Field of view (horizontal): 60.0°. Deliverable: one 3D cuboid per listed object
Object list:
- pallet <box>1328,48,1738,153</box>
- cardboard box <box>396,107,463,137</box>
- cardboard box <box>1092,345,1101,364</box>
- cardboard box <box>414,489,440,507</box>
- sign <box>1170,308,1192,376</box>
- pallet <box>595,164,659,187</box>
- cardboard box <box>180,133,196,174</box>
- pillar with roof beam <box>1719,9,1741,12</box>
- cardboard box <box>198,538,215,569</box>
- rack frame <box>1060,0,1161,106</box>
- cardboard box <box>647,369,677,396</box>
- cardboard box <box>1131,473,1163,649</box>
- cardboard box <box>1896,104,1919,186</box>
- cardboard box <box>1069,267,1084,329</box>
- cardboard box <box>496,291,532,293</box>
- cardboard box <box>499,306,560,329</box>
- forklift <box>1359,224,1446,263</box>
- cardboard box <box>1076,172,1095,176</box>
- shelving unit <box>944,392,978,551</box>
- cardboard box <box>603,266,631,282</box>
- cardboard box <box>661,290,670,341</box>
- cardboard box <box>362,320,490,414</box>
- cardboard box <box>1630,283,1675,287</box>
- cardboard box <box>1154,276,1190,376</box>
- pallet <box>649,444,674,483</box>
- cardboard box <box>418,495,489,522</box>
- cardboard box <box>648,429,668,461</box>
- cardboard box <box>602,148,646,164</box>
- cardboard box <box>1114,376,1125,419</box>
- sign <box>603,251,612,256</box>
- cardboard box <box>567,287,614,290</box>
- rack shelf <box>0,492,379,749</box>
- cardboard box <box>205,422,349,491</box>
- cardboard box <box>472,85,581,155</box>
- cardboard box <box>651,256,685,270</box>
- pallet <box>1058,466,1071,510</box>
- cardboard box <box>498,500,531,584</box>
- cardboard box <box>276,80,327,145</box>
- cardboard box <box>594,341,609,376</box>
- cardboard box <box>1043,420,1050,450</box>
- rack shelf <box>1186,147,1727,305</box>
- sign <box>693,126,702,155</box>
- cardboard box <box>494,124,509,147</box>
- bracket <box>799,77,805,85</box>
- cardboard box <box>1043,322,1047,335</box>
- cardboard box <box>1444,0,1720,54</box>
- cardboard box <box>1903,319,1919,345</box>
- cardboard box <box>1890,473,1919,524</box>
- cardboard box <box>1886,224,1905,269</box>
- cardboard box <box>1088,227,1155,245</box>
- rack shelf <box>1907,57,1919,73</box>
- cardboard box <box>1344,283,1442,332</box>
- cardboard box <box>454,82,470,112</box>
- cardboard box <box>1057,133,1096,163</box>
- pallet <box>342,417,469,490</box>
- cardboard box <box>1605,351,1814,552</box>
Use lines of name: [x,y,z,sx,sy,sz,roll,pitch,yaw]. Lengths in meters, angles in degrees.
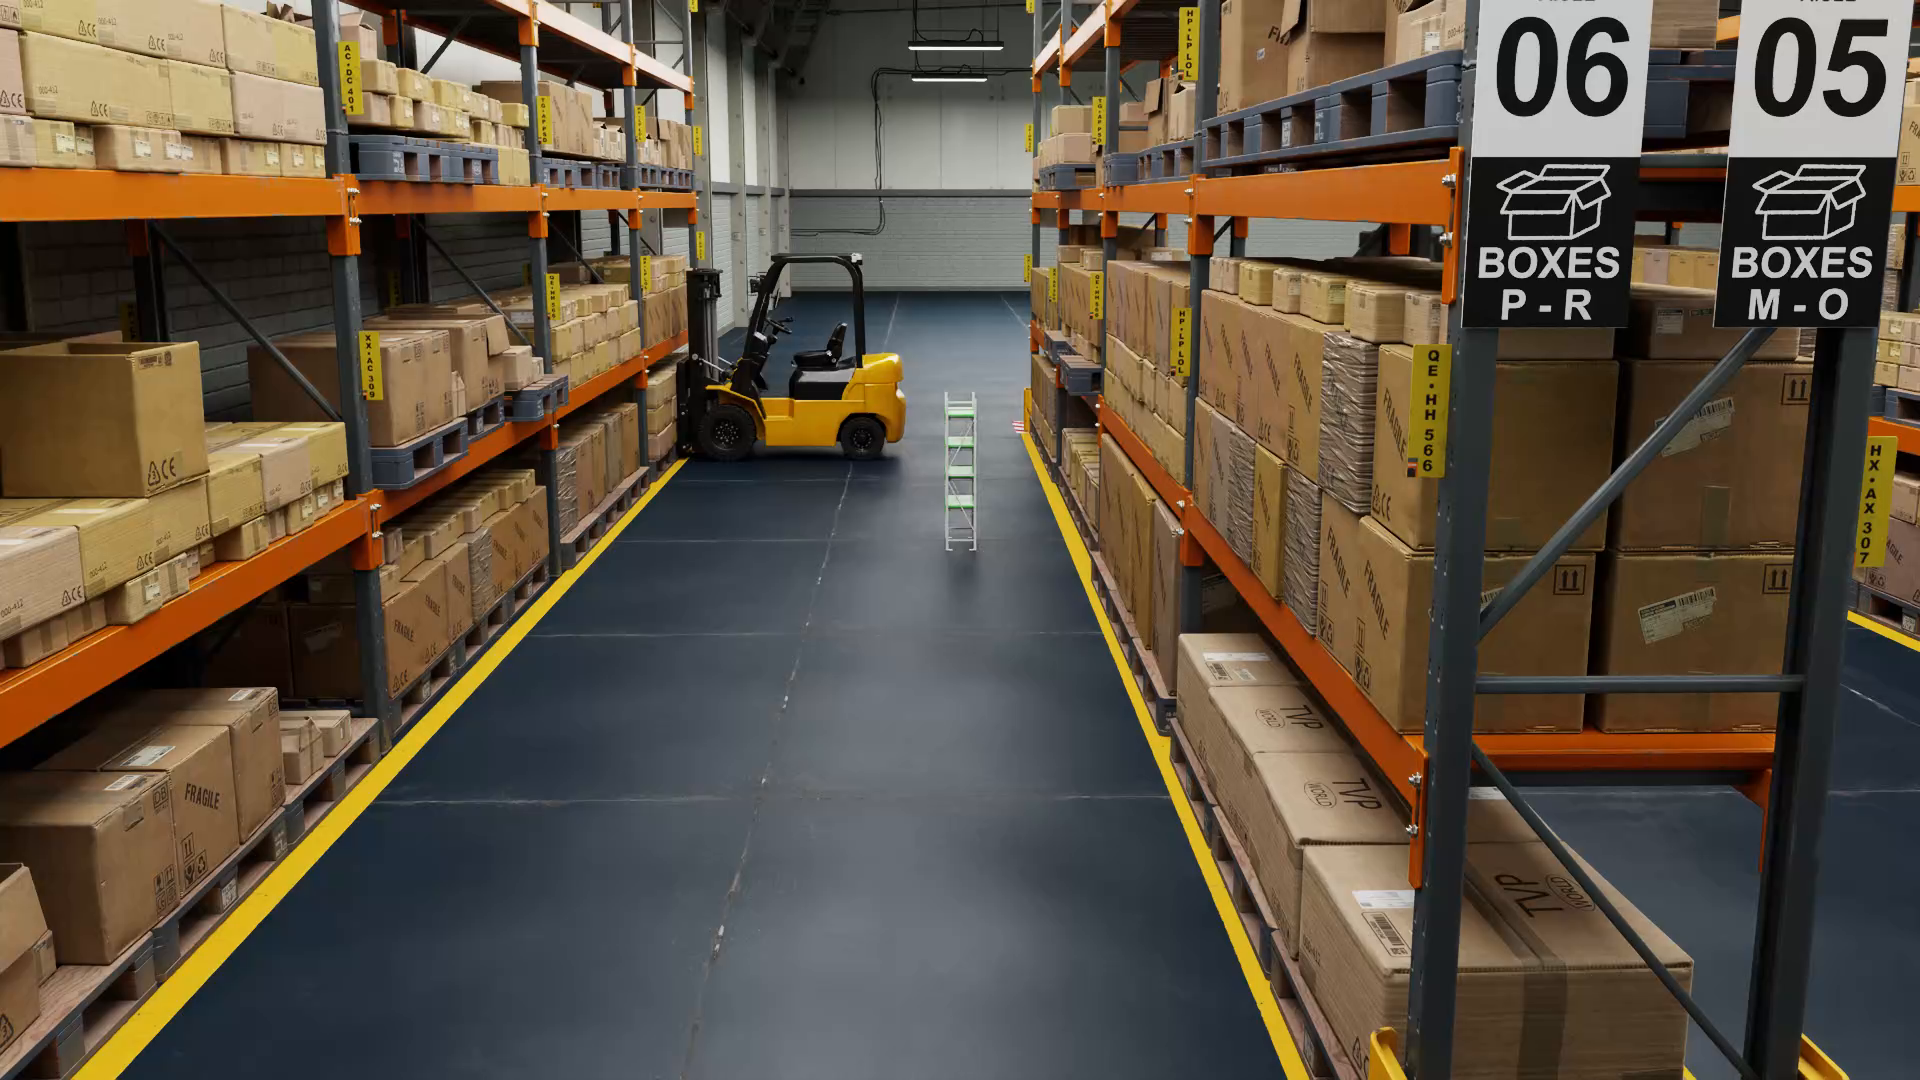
pallet: [1.663,-1.203,4.624,1.003,0.211,1.213,0,11,-1]
cardboard box: [-2.985,-2.319,9.227,0.380,0.149,0.250,0,11,0]
cardboard box: [1.204,-1.419,12.586,0.380,0.149,0.250,0,11,0]
cardboard box: [-3.676,-0.290,11.043,0.380,0.149,0.250,0,11,0]
sign: [1.064,-0.949,7.978,0.100,0.325,0.005,0,11,-1]
pallet: [-3.565,-3.589,16.386,1.003,0.211,1.213,0,11,-1]
cardboard box: [-3.067,-1.425,6.129,0.380,0.149,0.250,0,11,-1]
pillar with roof beam: [22.078,-11.662,48.408,9.100,9.000,0.548,0,11,-1]
cardboard box: [-3.135,0.040,6.448,0.380,0.149,0.250,0,11,0]
rack frame: [1.441,-4.955,15.348,1.000,3.000,0.127,0,11,-1]
cardboard box: [-3.240,-1.640,17.441,0.500,0.250,0.500,0,11,1]
cardboard box: [1.487,0.109,9.766,0.875,0.875,0.875,0,11,0]
cardboard box: [6.249,-2.465,10.372,0.500,0.500,0.500,0,11,-1]
cardboard box: [1.193,-2.021,13.919,0.500,0.500,0.500,-1,11,-3]
cardboard box: [-3.755,-2.036,14.167,0.380,0.149,0.250,0,11,-2]
cardboard box: [-3.151,-1.630,12.165,0.380,0.149,0.250,0,11,1]
forklift: [3.376,-1.098,11.601,1.130,2.935,3.031,0,11,1]
cardboard box: [1.162,-3.644,16.060,0.500,0.250,0.500,0,11,-2]
shelving unit: [0.003,-0.555,13.278,0.258,1.200,0.503,0,11,-1]
cardboard box: [-3.232,-2.571,16.054,0.380,0.149,0.250,0,11,0]
cardboard box: [-3.309,-2.336,17.276,0.500,0.500,0.500,0,11,-2]
cardboard box: [-3.170,-1.014,9.705,0.700,0.500,0.500,0,11,-1]
cardboard box: [1.967,-0.714,5.136,0.380,0.149,0.250,-1,11,-3]
cardboard box: [1.328,-1.154,8.936,0.500,0.500,0.500,0,11,0]
pallet: [-3.496,-0.785,16.897,1.003,0.211,1.213,0,11,-1]
cardboard box: [-3.212,-0.191,10.555,0.380,0.149,0.250,0,11,-2]
cardboard box: [-3.201,-0.949,16.552,0.500,0.250,0.500,0,11,-1]
cardboard box: [-3.227,-3.686,15.961,0.380,0.149,0.250,0,11,0]
cardboard box: [1.310,-0.946,11.053,0.500,0.250,0.500,-1,11,-3]
sign: [-4.159,-3.250,19.660,0.100,0.325,0.005,0,11,-1]
cardboard box: [-3.317,-2.193,14.942,0.380,0.149,0.250,0,11,-1]
rack shelf: [-3.315,0.347,6.113,1.077,0.370,4.000,0,11,-1]
cardboard box: [-3.102,-0.375,7.493,0.500,0.250,0.500,0,11,0]
cardboard box: [-3.321,-3.217,12.768,0.700,0.500,0.500,0,11,-2]
cardboard box: [-3.318,-3.130,18.812,0.380,0.149,0.250,0,11,0]
pallet: [1.458,-0.493,15.459,1.003,0.211,1.213,0,11,-1]
cardboard box: [-3.216,0.004,11.227,0.500,0.500,0.500,0,11,-2]
cardboard box: [-3.096,-1.850,7.221,0.500,0.250,0.500,0,11,-1]
cardboard box: [-3.236,-1.519,13.881,0.500,0.250,0.500,0,11,1]
cardboard box: [1.139,-1.095,17.271,0.500,0.250,0.500,-1,11,-3]
rack shelf: [1.647,-1.144,5.919,1.077,0.370,4.000,0,11,-1]
sign: [-3.062,-4.653,19.378,0.100,0.325,0.005,0,11,-1]
cardboard box: [-3.205,-2.669,11.001,0.380,0.149,0.250,-1,11,-2]
bracket: [-4.814,-13.869,50.235,0.235,0.232,0.430,0,11,-1]
cardboard box: [1.088,-2.258,17.776,0.380,0.149,0.250,0,11,-1]
cardboard box: [1.590,-1.369,4.290,0.500,0.250,0.500,-1,12,-6]
cardboard box: [6.307,-1.333,10.663,0.380,0.149,0.250,0,11,1]
cardboard box: [6.250,-0.271,10.694,0.500,0.250,0.500,0,11,-1]
cardboard box: [11.005,-3.425,19.381,0.500,0.500,0.500,0,11,-1]
cardboard box: [1.660,-2.889,16.742,0.700,0.500,0.500,0,11,-1]
rack shelf: [11.307,-5.039,17.580,1.077,0.370,4.000,0,11,-1]
cardboard box: [1.398,-0.708,5.107,0.380,0.149,0.250,0,11,0]
cardboard box: [-3.015,-2.518,9.456,0.380,0.149,0.250,0,11,-1]
cardboard box: [1.096,-3.298,14.049,0.500,0.250,0.500,0,11,-2]
pallet: [-3.264,-0.468,8.806,1.003,0.211,1.213,0,11,-1]
cardboard box: [1.964,-0.265,4.553,0.500,0.500,0.500,0,11,-2]
